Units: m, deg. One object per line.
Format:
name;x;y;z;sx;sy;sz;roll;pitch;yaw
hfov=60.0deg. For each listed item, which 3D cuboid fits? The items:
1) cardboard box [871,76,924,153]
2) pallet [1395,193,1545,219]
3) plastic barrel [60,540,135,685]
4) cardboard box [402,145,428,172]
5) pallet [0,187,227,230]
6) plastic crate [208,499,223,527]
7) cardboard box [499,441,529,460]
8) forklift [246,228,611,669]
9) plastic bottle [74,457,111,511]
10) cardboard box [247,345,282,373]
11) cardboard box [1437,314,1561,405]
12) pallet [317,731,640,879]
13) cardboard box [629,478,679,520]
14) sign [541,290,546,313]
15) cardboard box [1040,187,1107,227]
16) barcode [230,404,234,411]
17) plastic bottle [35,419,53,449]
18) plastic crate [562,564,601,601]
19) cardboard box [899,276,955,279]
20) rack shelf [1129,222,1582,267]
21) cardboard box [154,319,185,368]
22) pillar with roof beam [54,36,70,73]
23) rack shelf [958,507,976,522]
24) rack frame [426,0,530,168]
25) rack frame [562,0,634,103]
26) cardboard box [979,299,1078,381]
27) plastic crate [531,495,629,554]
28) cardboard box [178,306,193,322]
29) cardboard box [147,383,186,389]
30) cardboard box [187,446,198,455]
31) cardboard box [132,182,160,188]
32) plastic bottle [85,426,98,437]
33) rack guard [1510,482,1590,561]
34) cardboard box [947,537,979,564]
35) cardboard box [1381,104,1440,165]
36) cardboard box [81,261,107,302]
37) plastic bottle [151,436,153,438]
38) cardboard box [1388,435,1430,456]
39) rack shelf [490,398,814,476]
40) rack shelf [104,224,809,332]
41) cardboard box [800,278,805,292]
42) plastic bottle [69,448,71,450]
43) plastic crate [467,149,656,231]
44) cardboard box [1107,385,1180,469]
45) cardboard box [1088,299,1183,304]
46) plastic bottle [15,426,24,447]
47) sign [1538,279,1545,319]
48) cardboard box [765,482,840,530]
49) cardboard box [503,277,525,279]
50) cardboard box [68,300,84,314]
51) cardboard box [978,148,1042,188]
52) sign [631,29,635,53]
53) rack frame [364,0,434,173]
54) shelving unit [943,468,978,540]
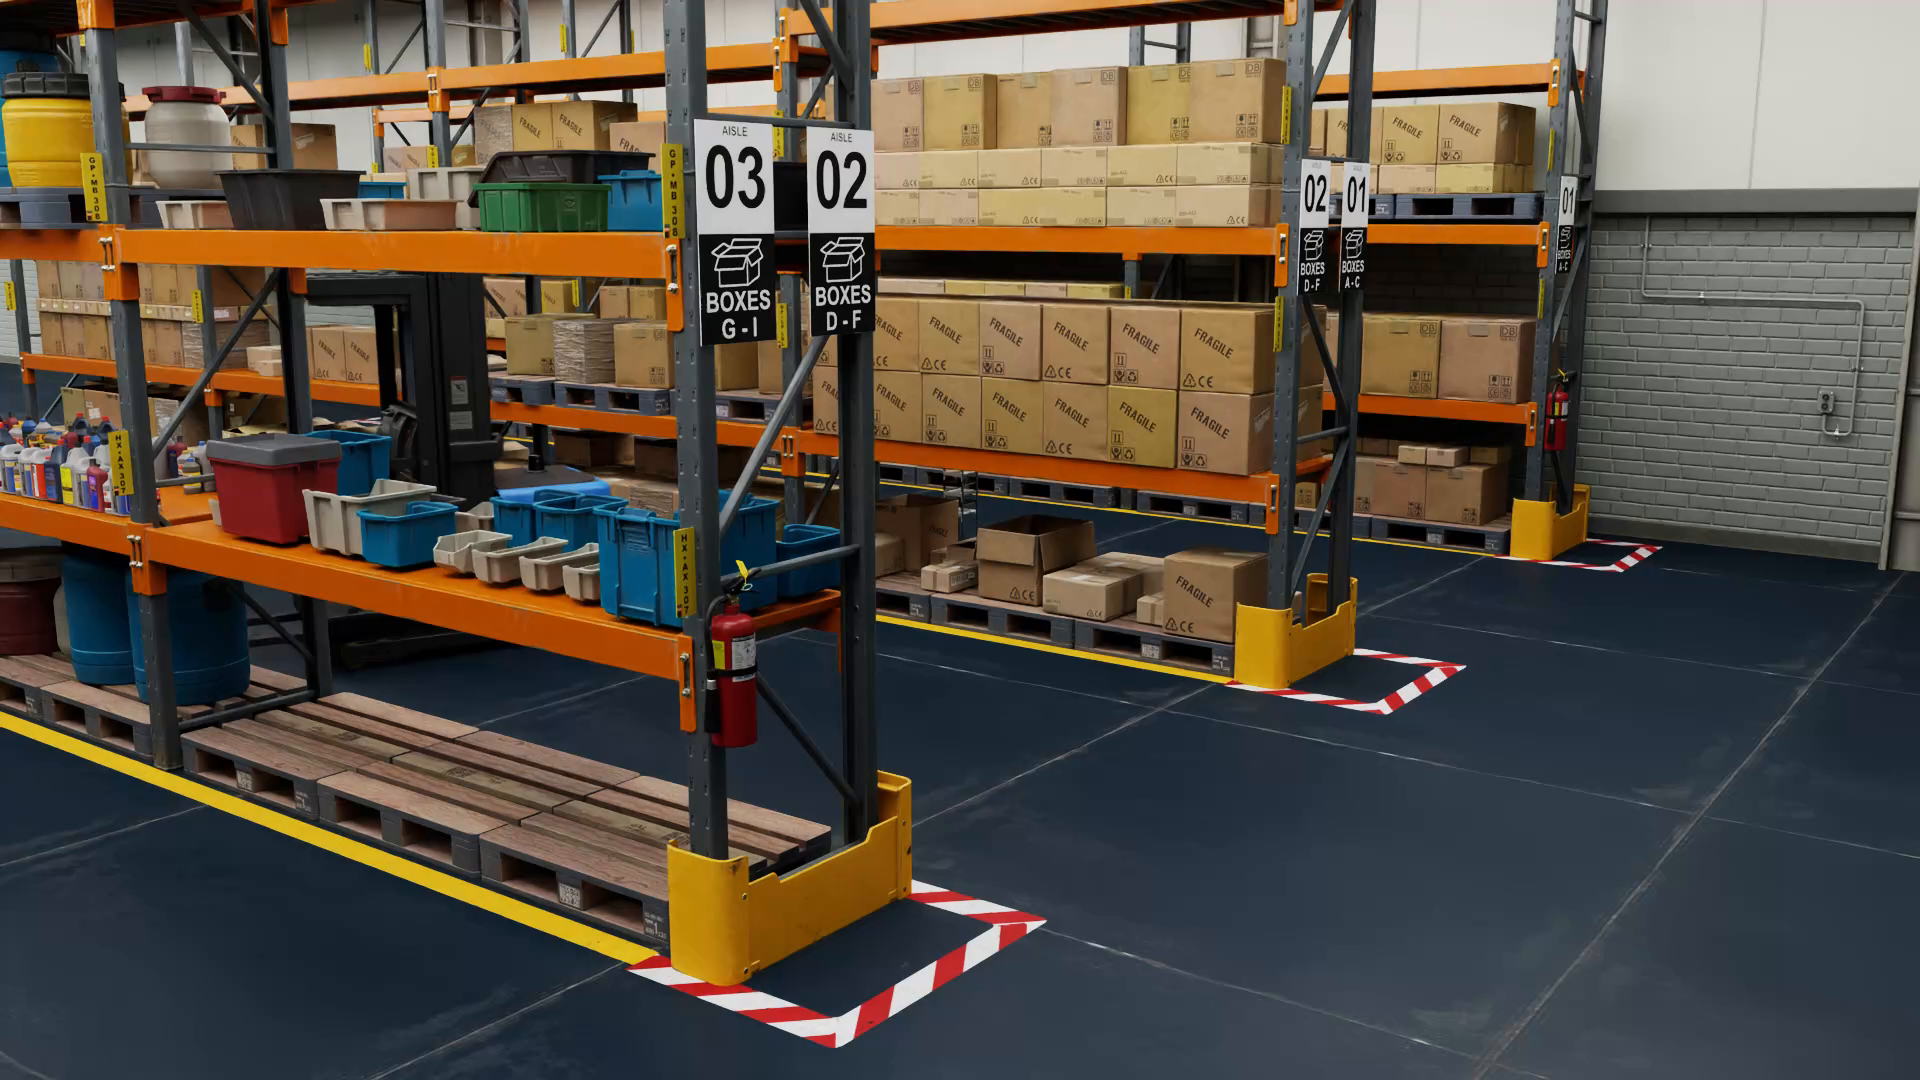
cardboard box;-0.248;-2.980;11.745;0.500;0.500;0.700;8;13;36
pallet;4.567;-2.914;14.533;1.213;0.211;1.003;8;13;36
plastic barrel;-4.916;0.344;9.772;0.708;0.901;0.600;8;13;36
cardboard box;-7.184;-5.080;22.546;0.500;0.500;0.500;8;13;35
pallet;-4.607;-1.790;8.983;1.003;0.211;1.213;8;13;36
plastic crate;-3.626;-0.162;8.507;0.243;0.136;0.396;8;13;36
cardboard box;-4.454;-0.779;15.818;0.500;0.311;0.500;9;14;37
forklift;-3.932;-0.723;11.051;3.031;2.935;1.130;-6;13;-30
plastic bottle;-4.720;-0.311;9.069;0.135;0.276;0.152;8;13;36
cardboard box;-7.007;-1.871;17.201;0.500;0.250;0.500;9;14;39
cardboard box;4.754;-1.607;14.647;0.700;0.700;0.980;9;14;38
pallet;-2.314;1.246;8.031;1.213;0.211;1.003;8;13;36
cardboard box;-2.347;-0.208;13.630;0.500;0.500;0.500;8;14;36
sign;-3.893;-2.158;15.446;0.005;0.325;0.100;8;13;36
cardboard box;0.865;-2.173;10.863;0.500;0.250;0.500;8;13;36
barcode;-7.471;-1.361;17.065;0.075;0.075;0.001;8;13;36
plastic bottle;-5.980;-0.657;10.869;0.097;0.271;0.097;0;11;0
plastic crate;-1.457;0.149;6.897;0.243;0.136;0.396;8;13;36
cardboard box;-0.343;-2.806;18.563;0.500;0.250;0.500;7;13;34
rack shelf;3.559;-2.748;15.332;4.000;0.370;1.077;8;13;36
cardboard box;-8.220;-2.150;17.983;0.500;0.500;0.700;8;13;35
pillar with roof beam;-18.869;-6.891;26.960;0.548;9.000;9.100;8;13;36
rack shelf;0.007;-0.231;14.980;0.200;0.077;0.258;8;13;36
rack frame;-4.206;-4.489;14.544;0.127;3.000;1.000;8;13;36
rack frame;-4.501;-5.698;20.791;0.127;3.000;1.000;8;13;36
cardboard box;0.478;-1.365;11.290;0.500;0.500;0.500;8;14;37
plastic crate;-1.758;-0.060;7.726;0.300;0.233;0.416;8;13;36
cardboard box;-7.974;-2.387;17.501;0.250;0.149;0.380;8;13;34
cardboard box;-9.231;-1.543;19.267;0.500;0.500;0.500;8;13;36
cardboard box;-7.933;-0.869;17.756;0.500;0.250;0.500;8;13;36
cardboard box;-8.564;-3.712;17.609;0.250;0.149;0.380;8;13;36
plastic bottle;-5.421;-0.575;10.412;0.133;0.283;0.061;8;13;36
rack guard;5.190;-0.173;14.610;0.348;0.500;1.175;8;13;36
cardboard box;0.250;0.115;12.460;0.500;0.311;0.500;8;13;36
cardboard box;4.023;-3.524;14.504;0.500;0.500;0.500;8;14;37
cardboard box;-9.409;-2.954;18.724;0.500;0.500;0.700;8;14;36
plastic bottle;-4.998;-0.516;10.127;0.135;0.276;0.152;8;13;36
cardboard box;4.157;-0.866;15.376;0.250;0.149;0.380;8;14;36
rack shelf;-2.594;-0.966;14.020;4.000;0.370;1.077;8;13;36
rack shelf;-2.305;-1.231;7.493;4.000;0.370;1.077;8;13;36
cardboard box;-1.841;-2.954;19.275;0.250;0.149;0.380;5;12;26
plastic bottle;-5.068;-0.387;9.472;0.097;0.271;0.097;0;11;0
plastic crate;-1.762;-1.543;7.373;0.767;0.338;0.504;8;13;36
cardboard box;1.300;-0.760;10.799;0.500;0.500;0.500;8;14;36
cardboard box;1.214;-1.390;11.419;0.500;0.500;0.500;8;14;36
plastic bottle;-6.216;-0.656;11.045;0.097;0.201;0.097;0;11;0
sign;4.839;-2.007;13.833;0.005;0.325;0.100;8;13;36
cardboard box;-1.228;-0.175;13.459;0.500;0.500;0.500;7;13;33
cardboard box;-5.994;-3.314;22.630;0.500;0.500;0.500;8;14;36
cardboard box;-9.849;-2.648;18.847;0.250;0.149;0.380;8;13;35
cardboard box;0.466;-2.476;11.112;0.500;0.250;0.500;8;13;36
sign;-4.177;-6.320;21.129;0.005;0.325;0.100;8;13;36
rack frame;-7.725;-6.148;23.115;0.127;3.000;1.000;8;13;36
shelving unit;0.007;-0.441;14.940;0.210;0.900;0.258;8;13;36
